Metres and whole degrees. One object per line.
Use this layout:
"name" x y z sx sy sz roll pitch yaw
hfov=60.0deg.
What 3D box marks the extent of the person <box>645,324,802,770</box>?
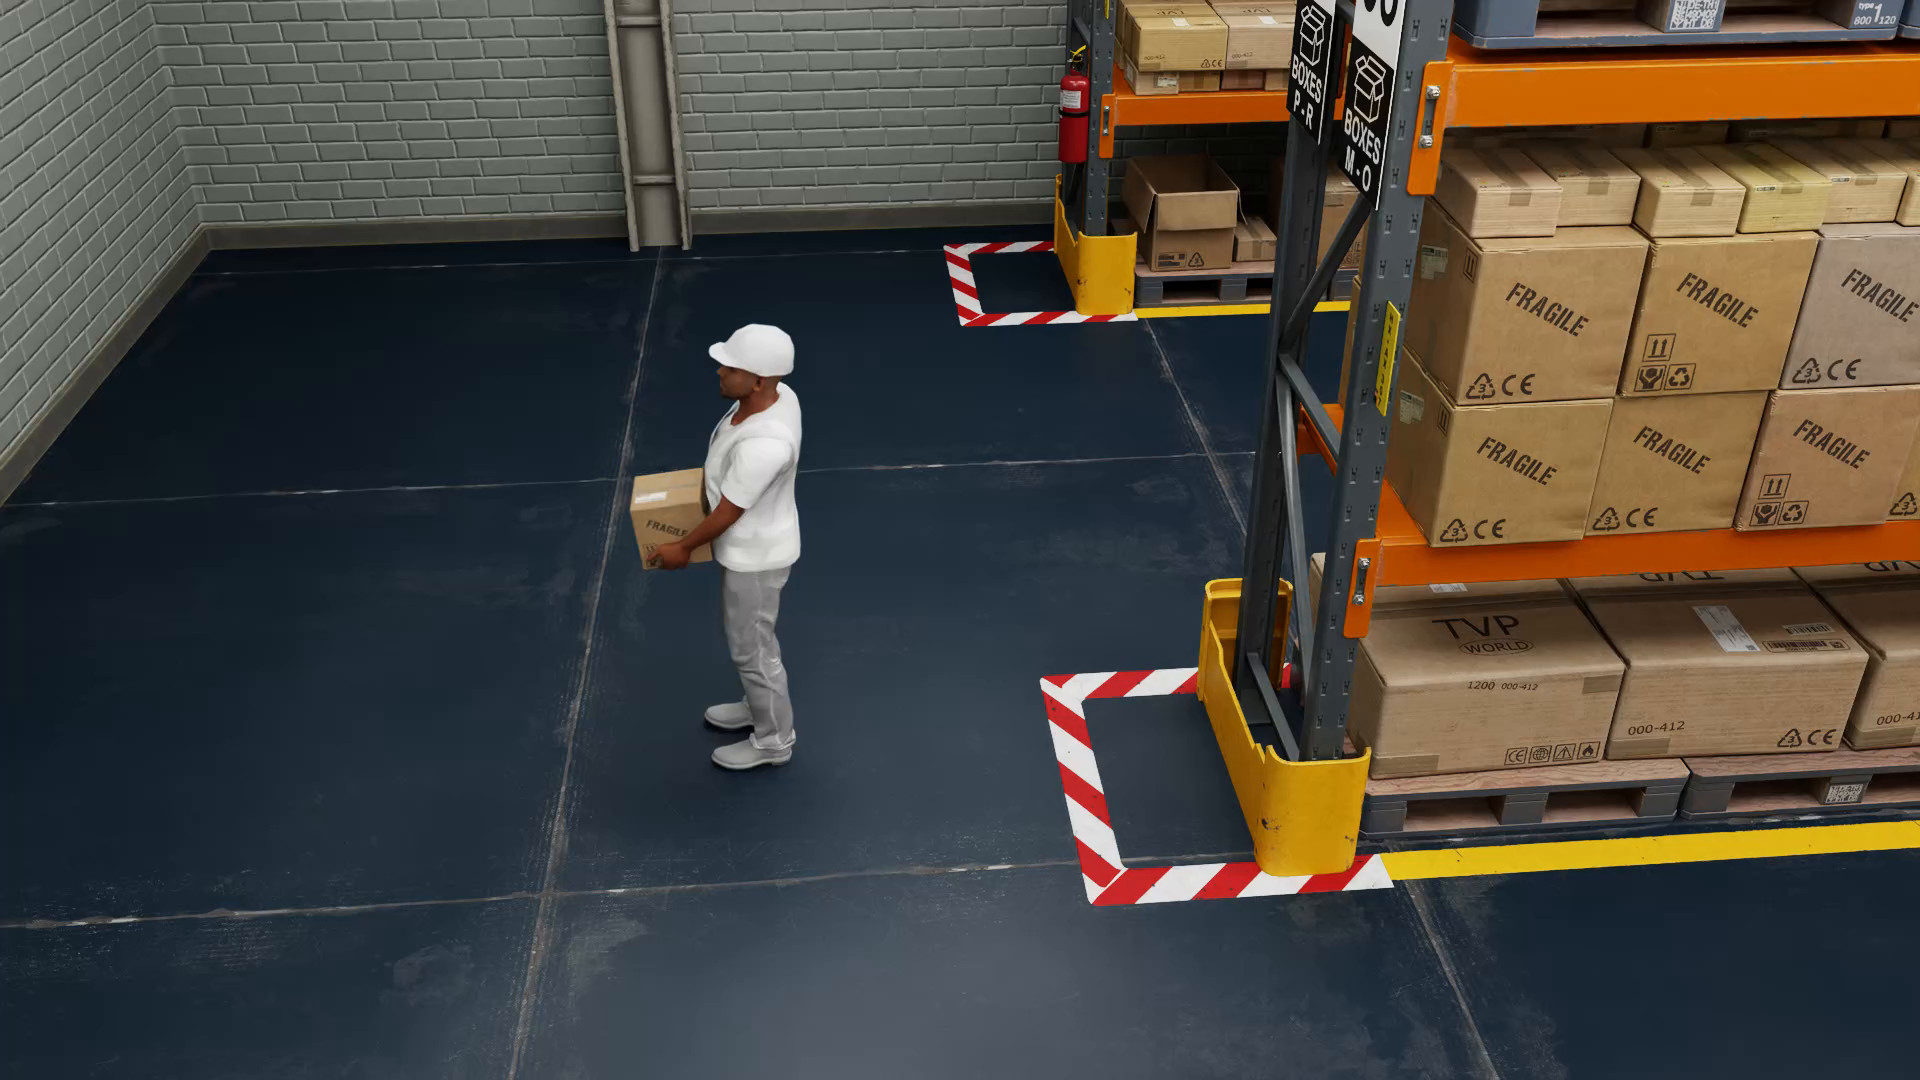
"person" -0.842 0.038 6.050 0.575 1.764 0.510 -3 31 -5
